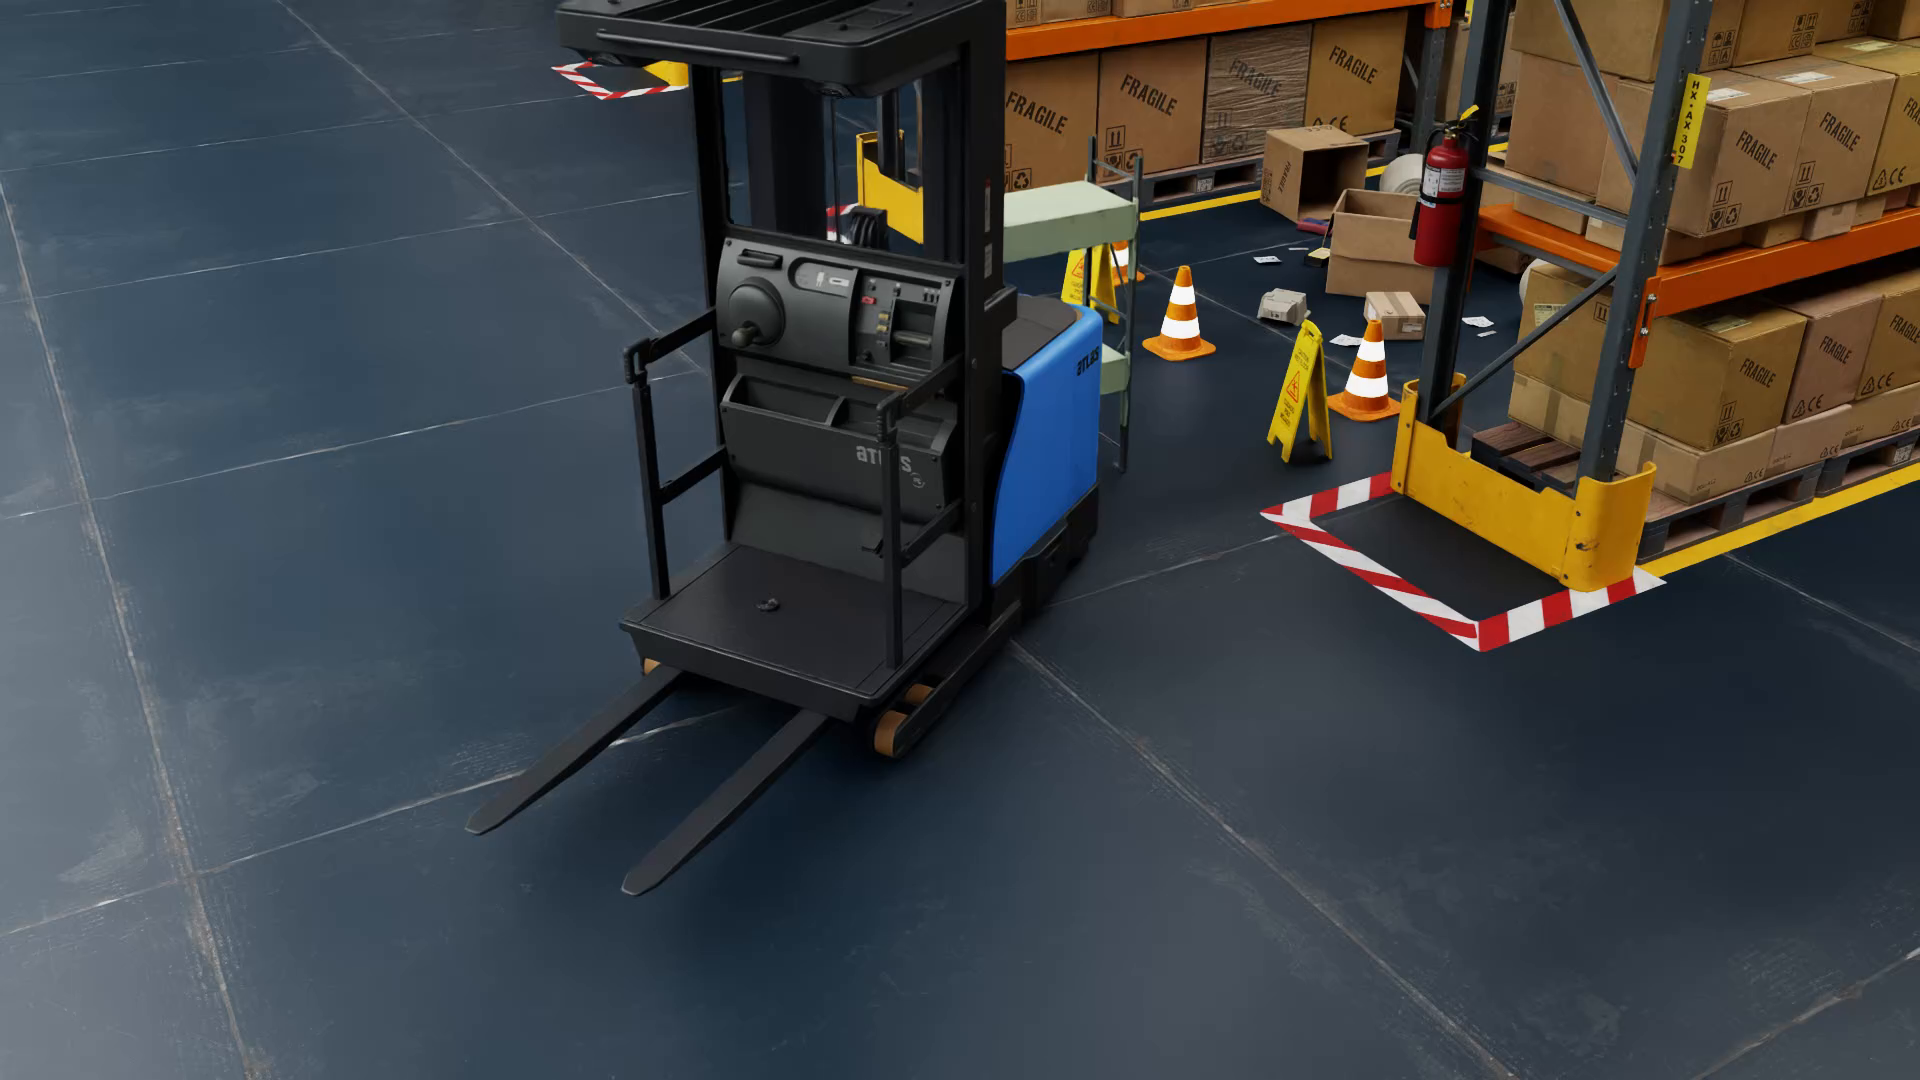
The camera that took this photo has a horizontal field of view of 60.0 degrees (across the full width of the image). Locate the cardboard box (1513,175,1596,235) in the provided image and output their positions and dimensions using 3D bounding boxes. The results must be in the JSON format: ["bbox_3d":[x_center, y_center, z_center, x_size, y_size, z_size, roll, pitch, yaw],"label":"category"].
[{"bbox_3d":[2.560,-1.423,6.984,0.250,0.149,0.380,-15,32,-25],"label":"cardboard box"}]

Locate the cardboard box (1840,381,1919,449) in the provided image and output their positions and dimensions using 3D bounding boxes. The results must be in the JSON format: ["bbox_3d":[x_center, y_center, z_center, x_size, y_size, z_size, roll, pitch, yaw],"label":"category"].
[{"bbox_3d":[4.090,-0.675,7.780,0.500,0.250,0.500,-14,32,-23],"label":"cardboard box"}]

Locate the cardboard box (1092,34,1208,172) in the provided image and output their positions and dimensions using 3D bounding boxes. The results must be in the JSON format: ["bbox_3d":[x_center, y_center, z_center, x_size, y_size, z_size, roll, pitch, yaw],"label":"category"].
[{"bbox_3d":[1.060,-3.053,11.442,0.875,0.875,0.875,-16,33,-27],"label":"cardboard box"}]

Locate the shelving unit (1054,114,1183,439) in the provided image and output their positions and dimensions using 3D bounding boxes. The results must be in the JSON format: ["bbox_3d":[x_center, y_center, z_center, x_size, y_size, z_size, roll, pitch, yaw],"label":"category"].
[{"bbox_3d":[0.573,-1.160,7.799,0.755,1.500,0.431,-14,32,-24],"label":"shelving unit"}]

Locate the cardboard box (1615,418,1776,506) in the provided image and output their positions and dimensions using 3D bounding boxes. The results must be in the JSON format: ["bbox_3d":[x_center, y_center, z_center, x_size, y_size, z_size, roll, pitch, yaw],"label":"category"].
[{"bbox_3d":[3.182,-0.415,7.308,0.500,0.250,0.500,-16,33,-27],"label":"cardboard box"}]

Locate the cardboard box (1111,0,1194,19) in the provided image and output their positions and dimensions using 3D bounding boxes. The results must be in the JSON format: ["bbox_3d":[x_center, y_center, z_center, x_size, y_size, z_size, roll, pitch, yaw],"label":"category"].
[{"bbox_3d":[1.058,-3.793,10.864,0.550,0.550,0.875,-16,33,-26],"label":"cardboard box"}]

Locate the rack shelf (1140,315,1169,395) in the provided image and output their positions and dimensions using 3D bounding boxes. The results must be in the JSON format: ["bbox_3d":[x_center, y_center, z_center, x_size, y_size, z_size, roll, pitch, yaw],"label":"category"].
[{"bbox_3d":[0.573,-0.874,7.957,0.720,0.370,0.431,-14,32,-24],"label":"rack shelf"}]

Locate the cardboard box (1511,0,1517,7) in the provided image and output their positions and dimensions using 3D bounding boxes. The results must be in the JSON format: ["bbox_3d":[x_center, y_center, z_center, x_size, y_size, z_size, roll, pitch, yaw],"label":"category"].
[{"bbox_3d":[4.523,-3.992,13.272,0.750,0.750,1.050,-16,33,-26],"label":"cardboard box"}]

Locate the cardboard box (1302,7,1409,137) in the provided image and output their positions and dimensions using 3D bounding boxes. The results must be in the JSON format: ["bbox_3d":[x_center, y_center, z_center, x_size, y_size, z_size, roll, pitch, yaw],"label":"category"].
[{"bbox_3d":[2.622,-3.498,12.248,0.875,0.875,0.875,-15,32,-26],"label":"cardboard box"}]

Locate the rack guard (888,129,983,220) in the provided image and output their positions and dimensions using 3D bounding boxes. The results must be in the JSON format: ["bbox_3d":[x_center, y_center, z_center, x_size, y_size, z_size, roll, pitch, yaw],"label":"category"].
[{"bbox_3d":[-0.269,-2.289,10.881,0.348,0.500,1.175,-16,33,-26],"label":"rack guard"}]

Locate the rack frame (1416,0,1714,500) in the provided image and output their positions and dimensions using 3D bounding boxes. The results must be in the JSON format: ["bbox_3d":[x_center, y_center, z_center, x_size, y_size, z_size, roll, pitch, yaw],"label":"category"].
[{"bbox_3d":[2.346,-1.352,6.596,0.127,3.000,1.000,-16,33,-26],"label":"rack frame"}]

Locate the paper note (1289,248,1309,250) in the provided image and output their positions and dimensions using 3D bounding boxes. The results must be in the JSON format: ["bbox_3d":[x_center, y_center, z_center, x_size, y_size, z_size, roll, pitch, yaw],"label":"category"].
[{"bbox_3d":[2.160,-1.857,10.604,0.123,0.001,0.032,0,29,0],"label":"paper note"}]

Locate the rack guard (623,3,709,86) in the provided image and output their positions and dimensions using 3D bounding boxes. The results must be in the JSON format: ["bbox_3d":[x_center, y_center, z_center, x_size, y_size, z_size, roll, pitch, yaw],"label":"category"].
[{"bbox_3d":[-2.609,-4.405,14.714,0.348,0.500,1.175,-16,33,-26],"label":"rack guard"}]

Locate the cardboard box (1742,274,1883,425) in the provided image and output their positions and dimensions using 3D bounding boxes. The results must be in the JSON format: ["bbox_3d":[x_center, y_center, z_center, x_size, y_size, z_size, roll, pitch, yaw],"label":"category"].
[{"bbox_3d":[3.651,-0.879,7.373,0.500,0.500,0.500,-17,33,-28],"label":"cardboard box"}]

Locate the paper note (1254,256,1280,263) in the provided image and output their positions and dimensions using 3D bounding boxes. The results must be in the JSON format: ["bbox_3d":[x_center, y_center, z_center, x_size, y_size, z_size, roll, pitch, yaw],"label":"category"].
[{"bbox_3d":[1.928,-1.755,10.401,0.142,0.017,0.144,-5,29,-9],"label":"paper note"}]

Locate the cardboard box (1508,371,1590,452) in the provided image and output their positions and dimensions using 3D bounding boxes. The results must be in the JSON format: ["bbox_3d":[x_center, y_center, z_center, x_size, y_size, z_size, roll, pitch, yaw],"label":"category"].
[{"bbox_3d":[2.928,-0.648,7.731,0.500,0.250,0.500,-16,33,-27],"label":"cardboard box"}]

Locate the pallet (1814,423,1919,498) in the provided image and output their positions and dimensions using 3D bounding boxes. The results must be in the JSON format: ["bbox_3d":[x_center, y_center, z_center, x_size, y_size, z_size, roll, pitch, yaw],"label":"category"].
[{"bbox_3d":[4.181,-0.631,8.175,1.213,0.211,1.003,-16,33,-26],"label":"pallet"}]

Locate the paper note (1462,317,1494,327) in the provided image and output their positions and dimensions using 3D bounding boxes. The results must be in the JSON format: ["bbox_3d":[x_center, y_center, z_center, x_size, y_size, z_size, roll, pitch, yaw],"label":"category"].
[{"bbox_3d":[2.961,-1.253,9.501,0.142,0.019,0.148,-5,29,-9],"label":"paper note"}]

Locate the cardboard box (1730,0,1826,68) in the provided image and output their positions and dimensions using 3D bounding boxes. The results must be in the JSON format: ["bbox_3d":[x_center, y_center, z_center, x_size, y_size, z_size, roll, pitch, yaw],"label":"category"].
[{"bbox_3d":[3.116,-2.301,6.868,0.500,0.500,0.700,-16,32,-26],"label":"cardboard box"}]

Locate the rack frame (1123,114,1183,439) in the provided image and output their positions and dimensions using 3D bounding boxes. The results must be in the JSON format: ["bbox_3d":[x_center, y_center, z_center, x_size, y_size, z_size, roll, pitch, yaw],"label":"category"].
[{"bbox_3d":[0.898,-1.241,7.946,0.023,1.500,0.400,-14,32,-24],"label":"rack frame"}]

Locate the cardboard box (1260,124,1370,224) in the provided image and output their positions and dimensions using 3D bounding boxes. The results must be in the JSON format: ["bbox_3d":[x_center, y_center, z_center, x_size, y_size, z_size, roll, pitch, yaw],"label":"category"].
[{"bbox_3d":[2.382,-2.468,11.202,0.500,0.500,0.500,-10,30,-18],"label":"cardboard box"}]

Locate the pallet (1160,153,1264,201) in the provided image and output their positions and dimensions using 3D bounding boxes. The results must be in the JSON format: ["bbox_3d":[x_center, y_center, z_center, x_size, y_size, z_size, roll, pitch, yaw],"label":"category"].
[{"bbox_3d":[1.452,-2.694,11.913,1.213,0.211,1.003,-16,33,-26],"label":"pallet"}]

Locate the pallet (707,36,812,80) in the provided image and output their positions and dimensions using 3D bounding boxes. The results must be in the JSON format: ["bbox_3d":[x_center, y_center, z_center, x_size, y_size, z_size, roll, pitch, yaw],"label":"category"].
[{"bbox_3d":[-1.890,-4.462,15.118,1.213,0.211,1.003,-16,33,-26],"label":"pallet"}]

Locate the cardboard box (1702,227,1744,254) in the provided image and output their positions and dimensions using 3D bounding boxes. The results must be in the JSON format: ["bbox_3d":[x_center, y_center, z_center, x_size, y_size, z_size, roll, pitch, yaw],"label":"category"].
[{"bbox_3d":[2.955,-1.307,6.774,0.250,0.149,0.380,-15,32,-26],"label":"cardboard box"}]

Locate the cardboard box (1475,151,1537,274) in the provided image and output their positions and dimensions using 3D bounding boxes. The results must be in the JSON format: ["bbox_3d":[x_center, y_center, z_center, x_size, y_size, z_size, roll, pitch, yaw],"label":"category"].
[{"bbox_3d":[3.380,-2.036,10.278,0.503,0.637,0.797,-16,33,-26],"label":"cardboard box"}]

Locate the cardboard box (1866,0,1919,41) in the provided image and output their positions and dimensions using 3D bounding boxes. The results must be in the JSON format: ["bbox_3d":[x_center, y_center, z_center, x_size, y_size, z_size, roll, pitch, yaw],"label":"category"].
[{"bbox_3d":[4.004,-2.533,7.289,0.500,0.500,0.700,-16,33,-27],"label":"cardboard box"}]

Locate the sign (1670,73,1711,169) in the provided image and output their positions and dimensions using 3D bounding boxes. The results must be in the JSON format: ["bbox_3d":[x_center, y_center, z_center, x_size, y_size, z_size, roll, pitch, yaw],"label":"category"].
[{"bbox_3d":[2.621,-1.505,5.977,0.005,0.325,0.100,-16,33,-26],"label":"sign"}]

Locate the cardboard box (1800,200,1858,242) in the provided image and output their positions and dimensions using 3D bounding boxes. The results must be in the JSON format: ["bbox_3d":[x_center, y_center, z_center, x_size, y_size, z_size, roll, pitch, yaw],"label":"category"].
[{"bbox_3d":[3.466,-1.381,6.908,0.250,0.149,0.380,-15,32,-26],"label":"cardboard box"}]

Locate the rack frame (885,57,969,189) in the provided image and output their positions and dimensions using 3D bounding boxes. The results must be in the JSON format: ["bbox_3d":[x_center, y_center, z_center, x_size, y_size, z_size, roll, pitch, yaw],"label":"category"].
[{"bbox_3d":[-0.249,-3.390,10.288,0.127,3.000,1.000,-16,33,-26],"label":"rack frame"}]

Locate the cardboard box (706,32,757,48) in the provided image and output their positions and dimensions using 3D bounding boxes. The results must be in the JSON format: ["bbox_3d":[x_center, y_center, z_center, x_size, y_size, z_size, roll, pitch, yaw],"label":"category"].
[{"bbox_3d":[-2.127,-4.716,14.843,0.500,0.500,0.500,-10,30,-17],"label":"cardboard box"}]

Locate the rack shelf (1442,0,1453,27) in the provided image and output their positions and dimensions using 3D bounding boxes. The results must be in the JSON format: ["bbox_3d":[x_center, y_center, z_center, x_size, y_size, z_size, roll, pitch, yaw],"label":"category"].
[{"bbox_3d":[4.924,-4.543,13.123,4.000,0.370,1.077,-16,33,-26],"label":"rack shelf"}]

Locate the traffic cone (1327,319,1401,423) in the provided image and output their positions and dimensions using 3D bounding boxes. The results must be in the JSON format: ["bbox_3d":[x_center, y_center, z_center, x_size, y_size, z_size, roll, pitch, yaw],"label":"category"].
[{"bbox_3d":[2.064,-0.884,8.373,0.334,0.463,0.336,-16,33,-26],"label":"traffic cone"}]

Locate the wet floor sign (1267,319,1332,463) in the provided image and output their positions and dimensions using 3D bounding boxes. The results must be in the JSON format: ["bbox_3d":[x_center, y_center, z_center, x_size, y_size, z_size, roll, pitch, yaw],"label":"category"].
[{"bbox_3d":[1.640,-0.721,7.888,0.232,0.644,0.267,-5,29,-9],"label":"wet floor sign"}]

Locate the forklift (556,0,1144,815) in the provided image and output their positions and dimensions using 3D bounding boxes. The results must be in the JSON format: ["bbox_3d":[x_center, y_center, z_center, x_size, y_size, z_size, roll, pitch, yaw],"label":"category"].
[{"bbox_3d":[-0.337,-0.947,5.933,1.130,2.935,3.031,14,32,24],"label":"forklift"}]

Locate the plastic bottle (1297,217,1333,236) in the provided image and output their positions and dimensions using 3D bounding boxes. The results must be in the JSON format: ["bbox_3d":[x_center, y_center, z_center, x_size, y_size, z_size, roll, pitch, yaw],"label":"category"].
[{"bbox_3d":[2.369,-2.049,10.899,0.283,0.061,0.133,22,36,34],"label":"plastic bottle"}]

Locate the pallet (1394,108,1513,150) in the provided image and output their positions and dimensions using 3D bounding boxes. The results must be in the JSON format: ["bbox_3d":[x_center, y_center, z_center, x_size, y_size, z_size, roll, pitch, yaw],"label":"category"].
[{"bbox_3d":[3.827,-3.368,13.135,1.213,0.211,1.003,-16,33,-26],"label":"pallet"}]

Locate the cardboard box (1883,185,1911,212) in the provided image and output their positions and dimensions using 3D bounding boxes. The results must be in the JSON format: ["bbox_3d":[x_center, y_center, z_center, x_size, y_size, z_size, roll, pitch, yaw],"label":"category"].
[{"bbox_3d":[3.870,-1.548,7.211,0.250,0.149,0.380,-15,32,-25],"label":"cardboard box"}]

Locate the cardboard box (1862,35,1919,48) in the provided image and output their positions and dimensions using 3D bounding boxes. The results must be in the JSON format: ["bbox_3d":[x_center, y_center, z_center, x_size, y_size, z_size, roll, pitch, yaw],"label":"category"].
[{"bbox_3d":[4.213,-1.908,7.191,0.500,0.500,0.500,-17,33,-27],"label":"cardboard box"}]

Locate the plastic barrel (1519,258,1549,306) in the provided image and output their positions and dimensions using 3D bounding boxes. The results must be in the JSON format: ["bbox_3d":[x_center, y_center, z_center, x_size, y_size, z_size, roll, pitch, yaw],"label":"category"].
[{"bbox_3d":[3.360,-1.361,9.277,0.421,0.421,0.512,5,29,8],"label":"plastic barrel"}]

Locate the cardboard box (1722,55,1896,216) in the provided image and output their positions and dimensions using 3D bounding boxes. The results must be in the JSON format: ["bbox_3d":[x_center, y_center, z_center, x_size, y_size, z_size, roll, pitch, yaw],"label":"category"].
[{"bbox_3d":[3.340,-1.655,6.733,0.500,0.500,0.500,-15,32,-25],"label":"cardboard box"}]

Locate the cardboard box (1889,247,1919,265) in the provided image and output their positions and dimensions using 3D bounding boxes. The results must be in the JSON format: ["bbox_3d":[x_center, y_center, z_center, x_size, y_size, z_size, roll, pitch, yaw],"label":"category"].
[{"bbox_3d":[4.544,-1.133,7.833,0.500,0.500,0.500,-14,32,-24],"label":"cardboard box"}]

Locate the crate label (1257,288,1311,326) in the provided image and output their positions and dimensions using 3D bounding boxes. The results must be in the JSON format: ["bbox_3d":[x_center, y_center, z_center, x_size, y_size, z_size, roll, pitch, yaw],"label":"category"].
[{"bbox_3d":[1.854,-1.339,9.535,0.250,0.136,0.298,15,32,26],"label":"crate label"}]
